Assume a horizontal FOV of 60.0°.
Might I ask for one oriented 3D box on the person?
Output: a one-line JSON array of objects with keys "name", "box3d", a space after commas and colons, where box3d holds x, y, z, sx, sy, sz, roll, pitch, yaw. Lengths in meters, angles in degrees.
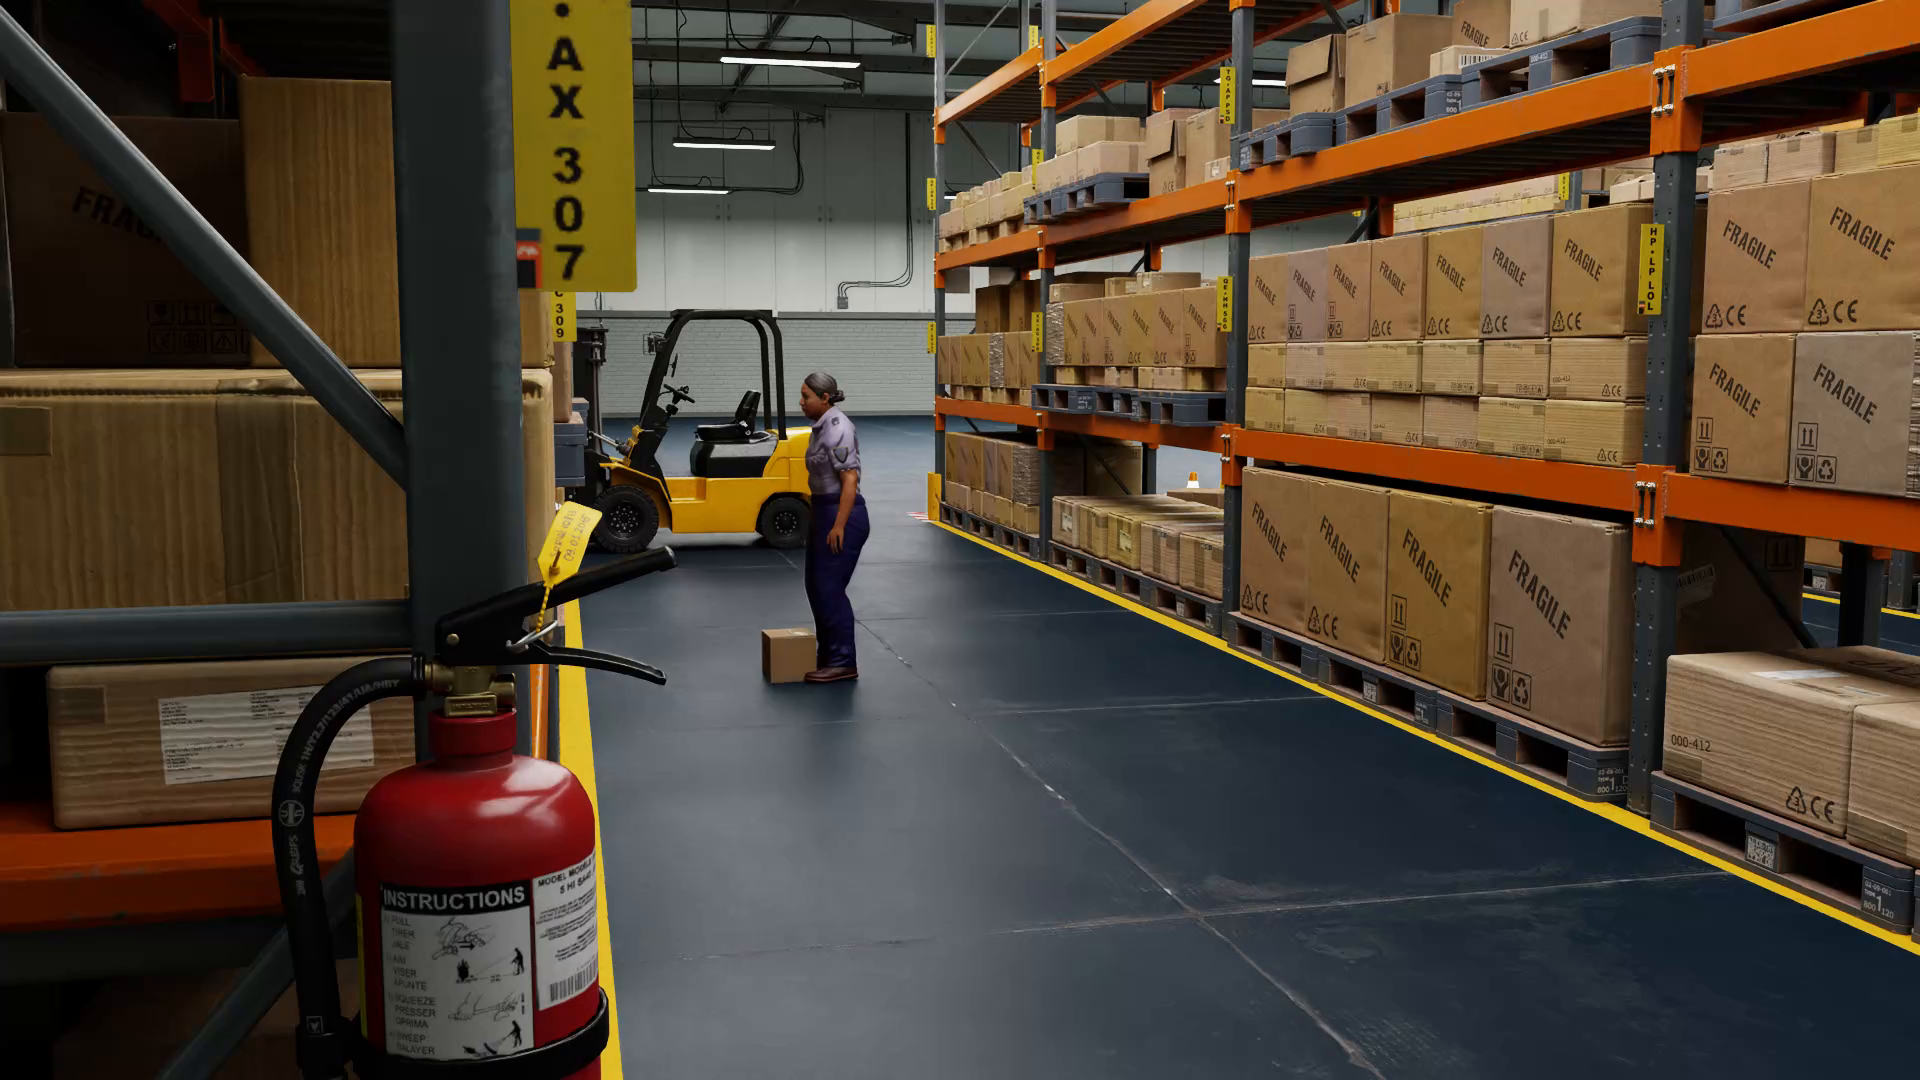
[{"name": "person", "box3d": [-0.695, -0.080, 8.960, 0.374, 1.651, 0.560, -2, 7, -17]}]
